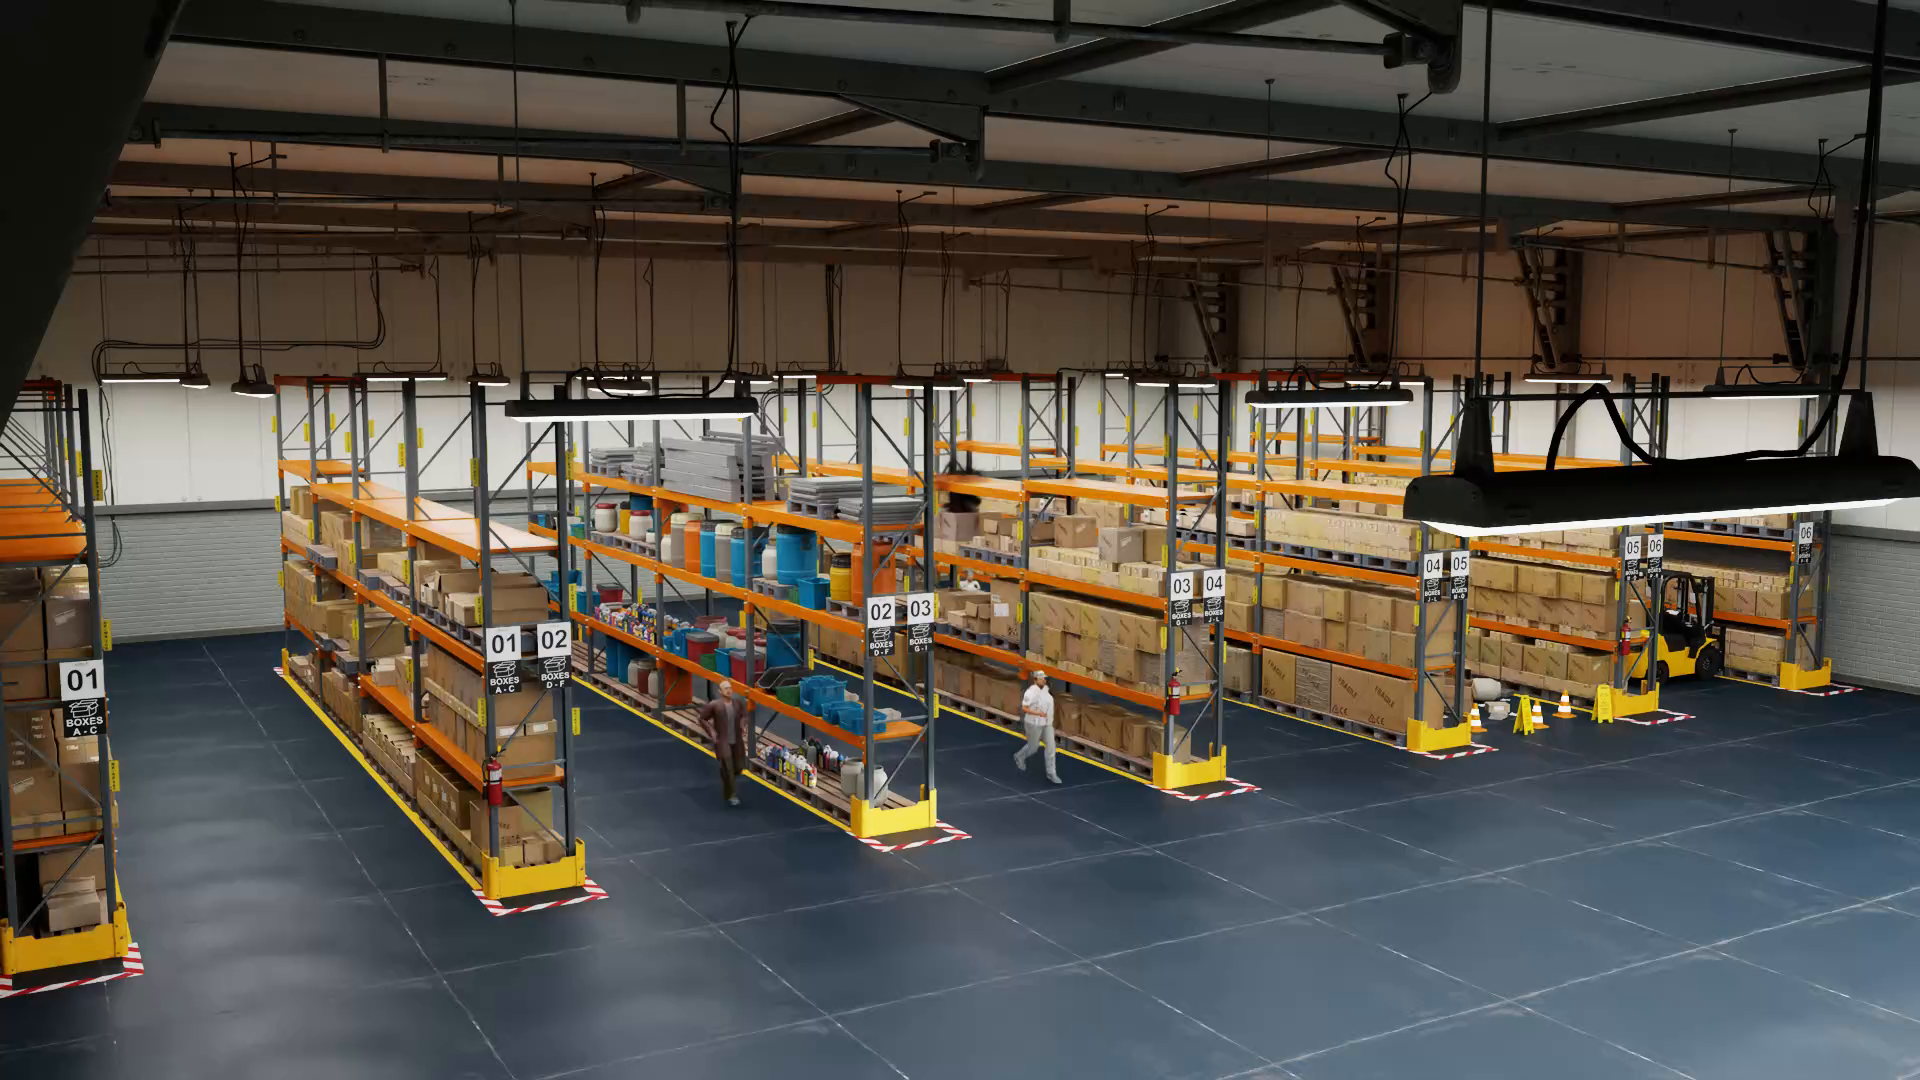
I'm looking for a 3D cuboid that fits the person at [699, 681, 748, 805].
[{"bbox_3d":[-3.327,2.875,23.716,0.715,1.735,0.762,-4,7,-33],"label":"person"}]

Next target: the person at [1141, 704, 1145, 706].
[{"bbox_3d":[3.510,2.197,29.830,0.575,1.691,0.909,-5,8,-38],"label":"person"}]

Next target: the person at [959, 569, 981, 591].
[{"bbox_3d":[0.207,1.489,36.679,0.584,1.754,0.775,-3,7,-28],"label":"person"}]

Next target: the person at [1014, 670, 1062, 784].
[{"bbox_3d":[1.185,2.774,24.969,0.612,1.670,0.883,-5,8,-36],"label":"person"}]

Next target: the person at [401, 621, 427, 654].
[{"bbox_3d":[-11.302,1.749,34.109,0.895,1.778,0.716,5,8,36],"label":"person"}]
